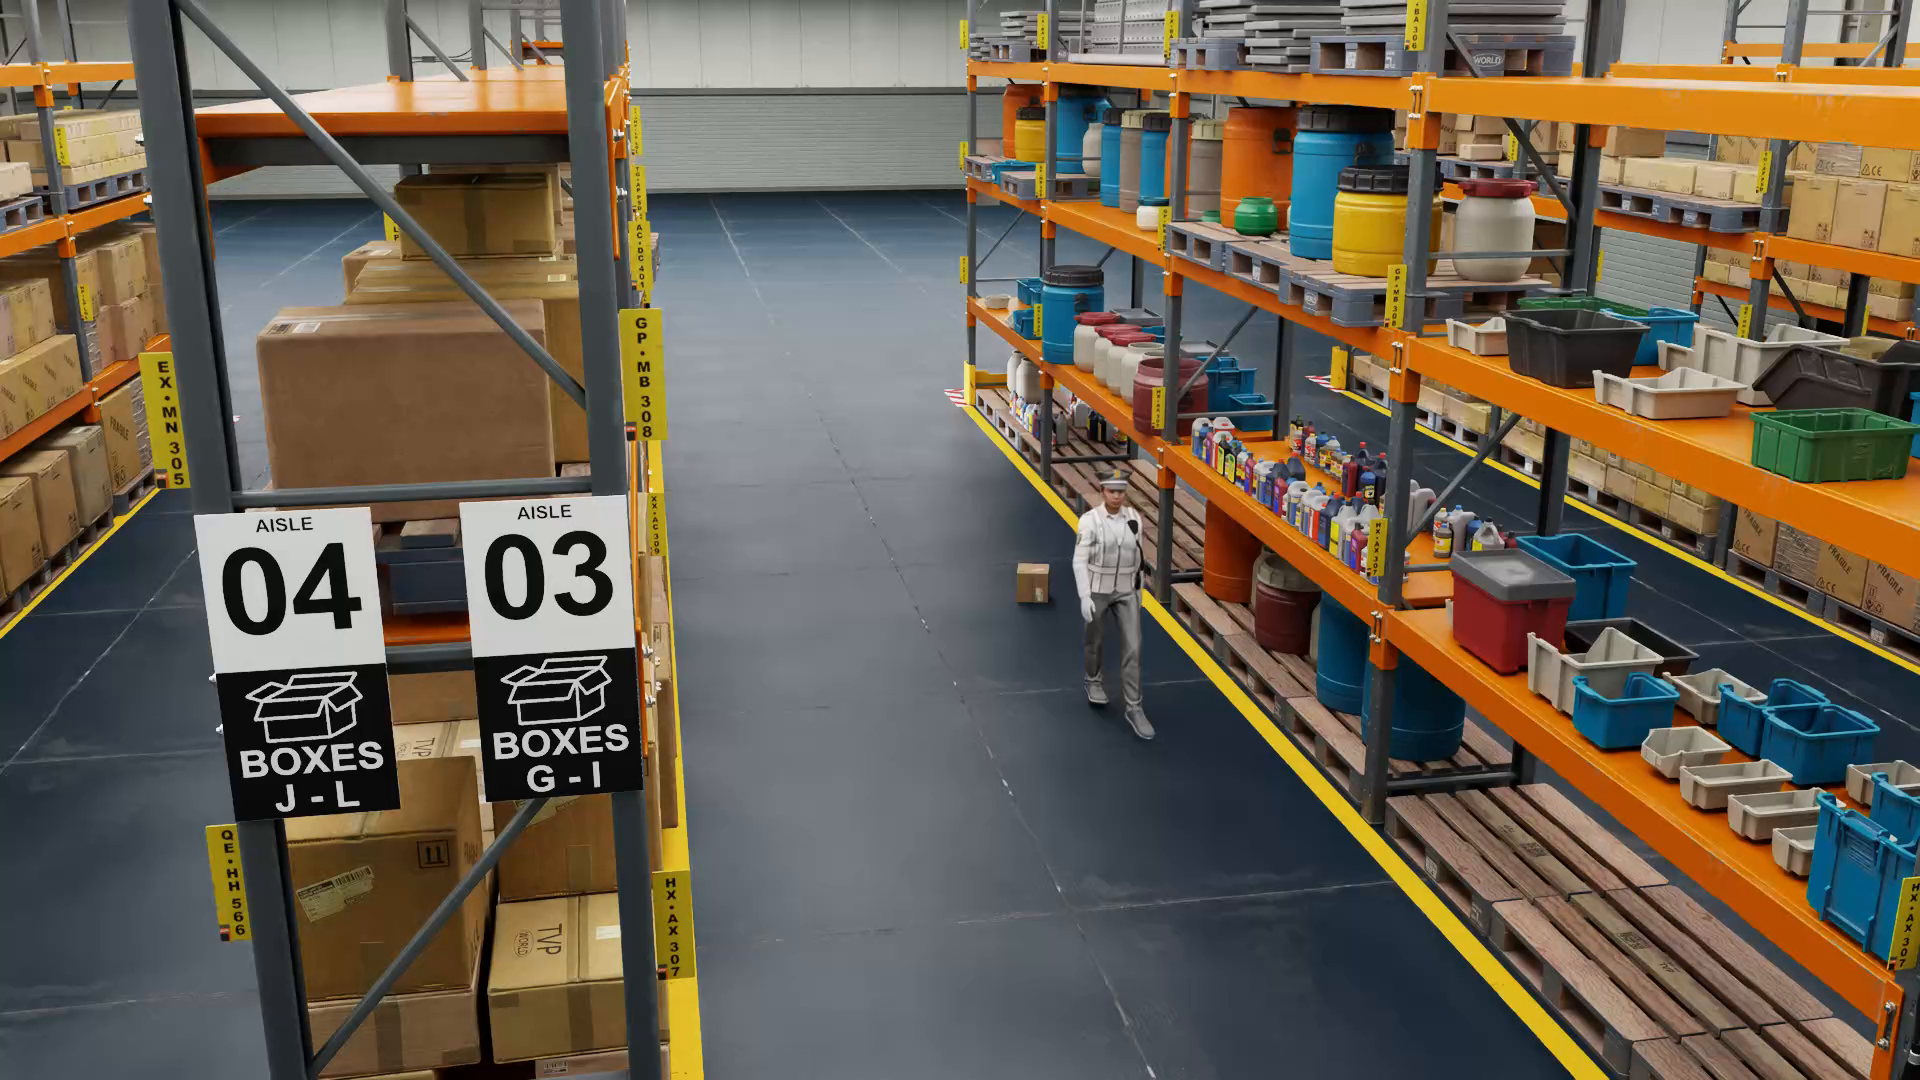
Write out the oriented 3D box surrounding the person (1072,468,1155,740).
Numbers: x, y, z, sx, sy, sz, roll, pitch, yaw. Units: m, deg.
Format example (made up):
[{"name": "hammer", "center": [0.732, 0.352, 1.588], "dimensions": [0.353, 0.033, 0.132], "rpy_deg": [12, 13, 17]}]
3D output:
[{"name": "person", "center": [0.990, 0.365, 10.744], "dimensions": [0.525, 1.686, 0.830], "rpy_deg": [-3, 17, -11]}]
